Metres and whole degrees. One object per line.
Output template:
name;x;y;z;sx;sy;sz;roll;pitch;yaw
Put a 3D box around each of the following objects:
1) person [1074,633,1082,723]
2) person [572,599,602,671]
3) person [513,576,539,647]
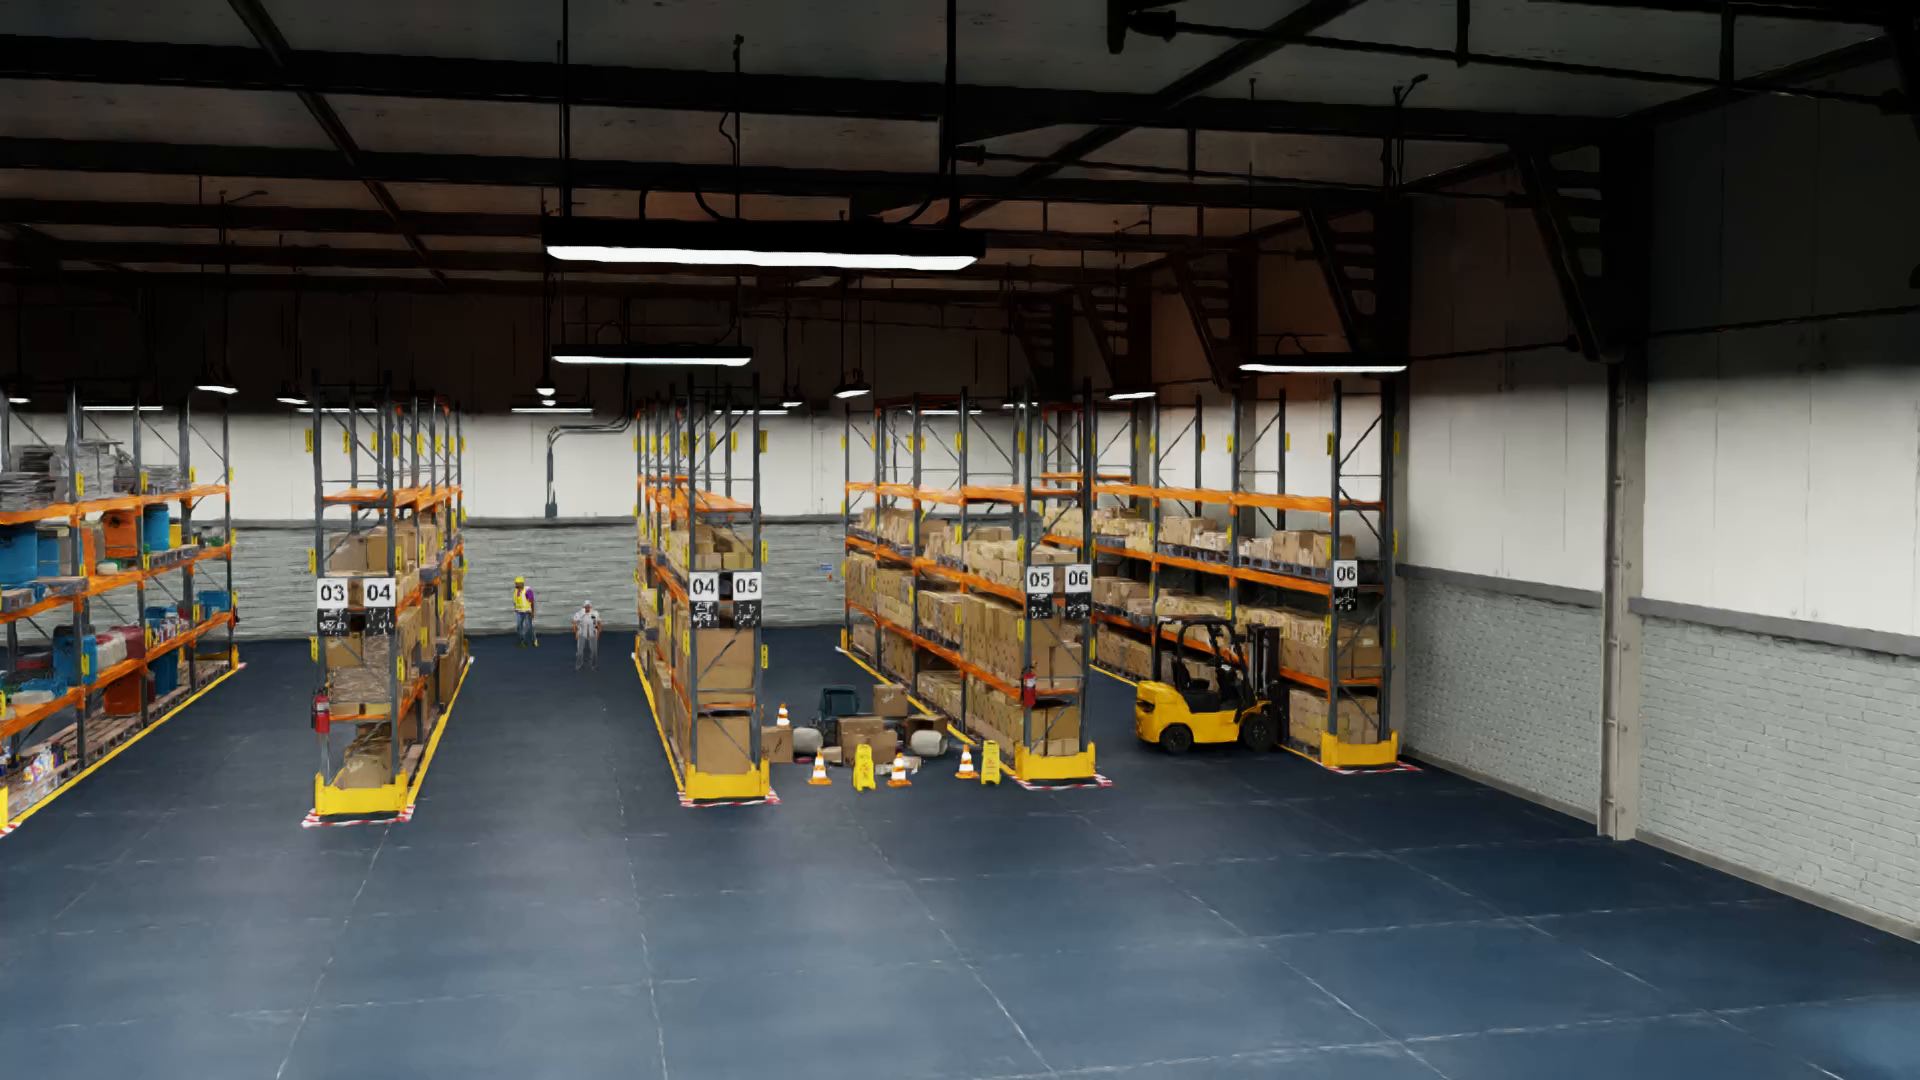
person;2.121;2.478;29.797;0.450;1.588;0.467;1;3;17
person;-8.190;2.096;36.540;0.625;1.611;0.582;-1;3;-16
person;-10.749;1.759;41.116;0.607;1.752;0.576;1;4;23
